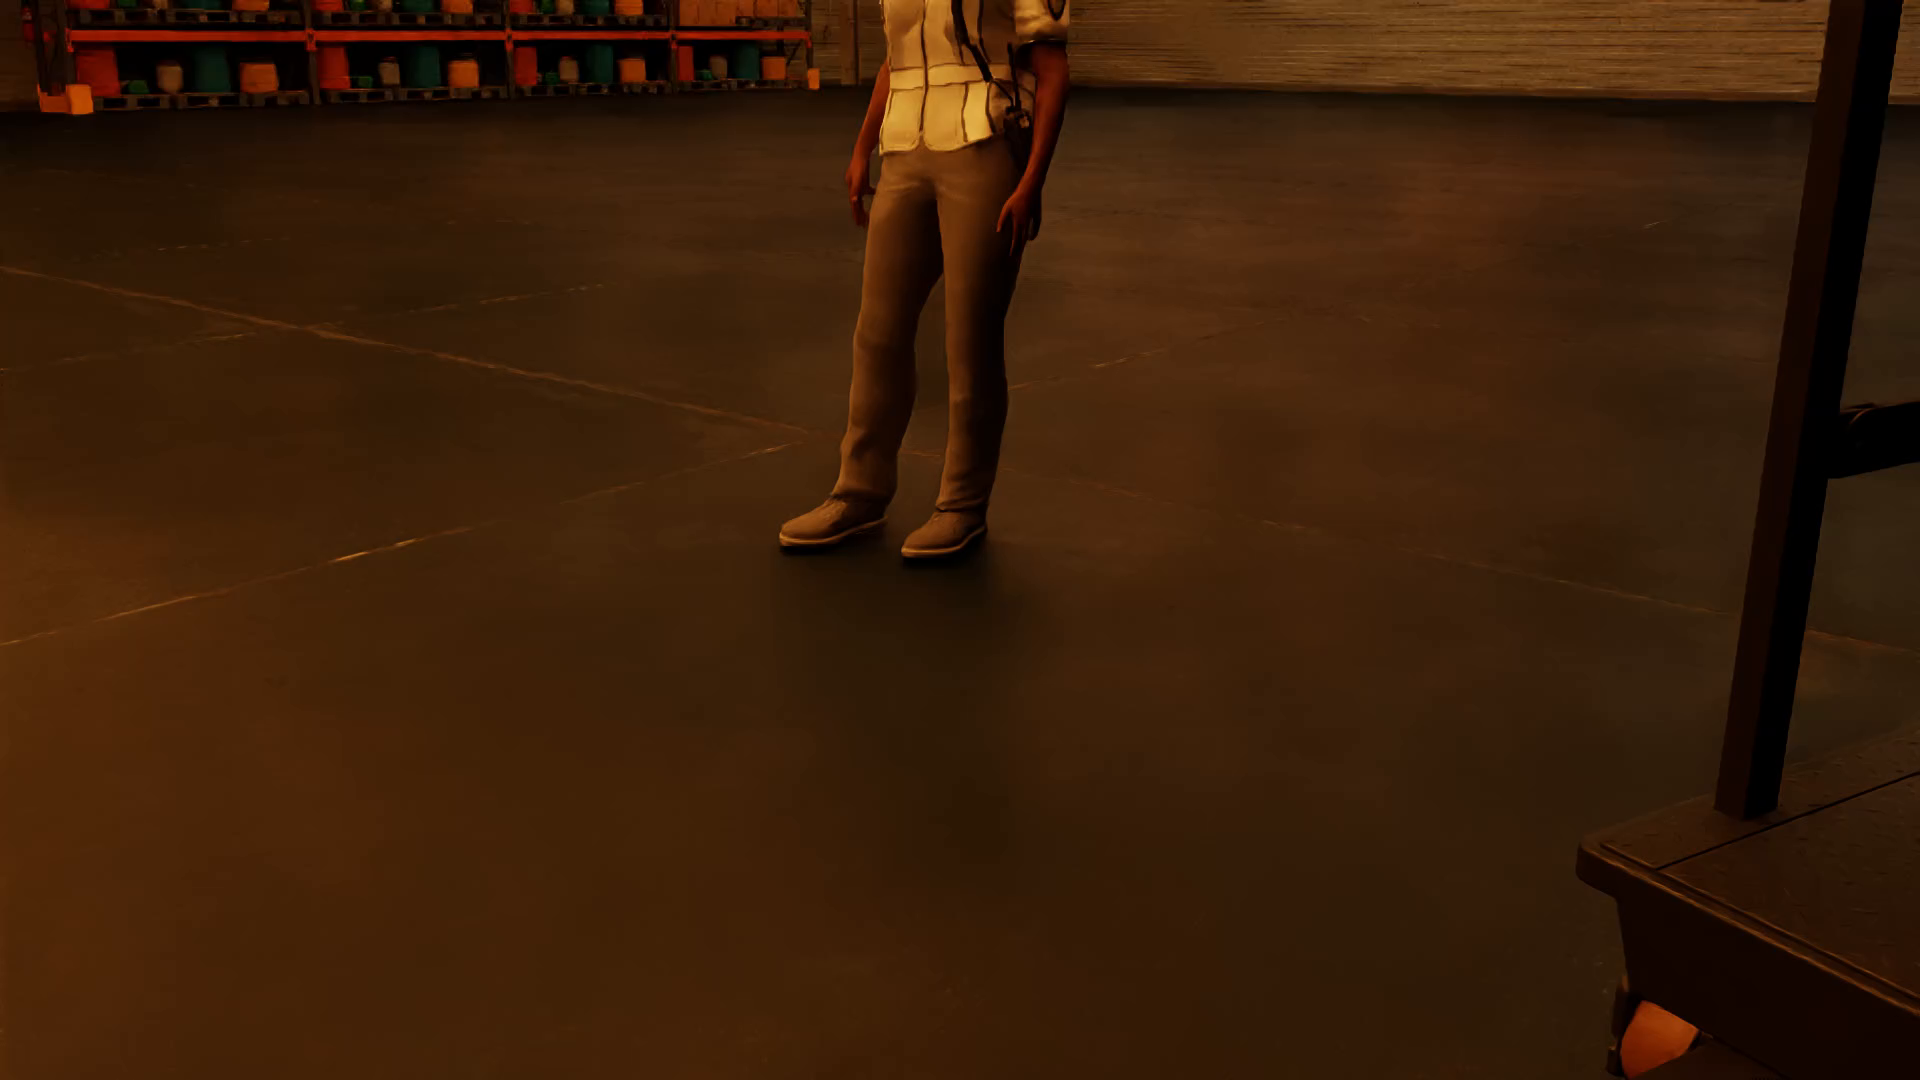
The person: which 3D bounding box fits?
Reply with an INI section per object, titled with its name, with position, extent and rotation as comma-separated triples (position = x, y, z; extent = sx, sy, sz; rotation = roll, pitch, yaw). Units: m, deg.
[person]
position = -0.063, -0.805, 3.650
extent = 0.570, 1.695, 0.529
rotation = 13, 21, 37
